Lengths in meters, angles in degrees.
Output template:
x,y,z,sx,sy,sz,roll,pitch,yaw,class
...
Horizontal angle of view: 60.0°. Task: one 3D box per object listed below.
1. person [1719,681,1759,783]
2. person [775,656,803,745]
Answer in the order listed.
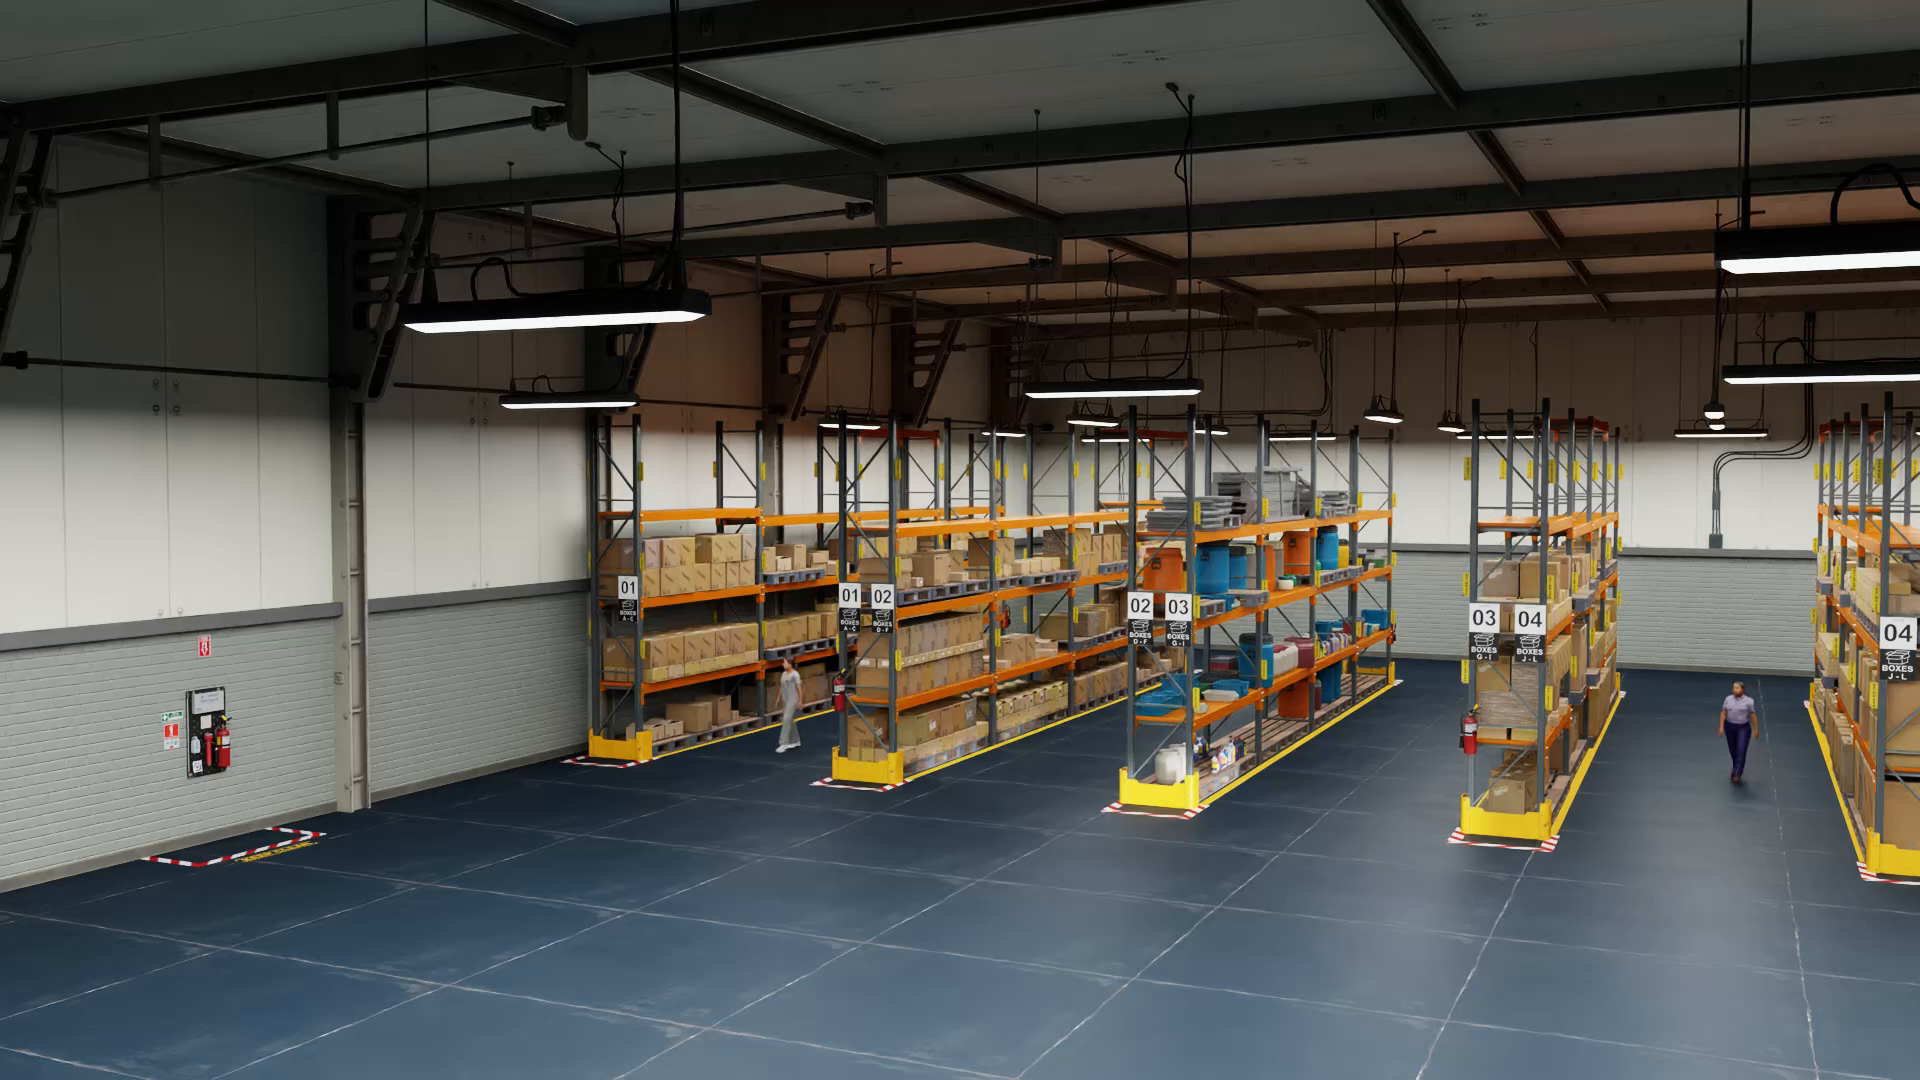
x,y,z,sx,sy,sz,roll,pitch,yaw,class
12.551,3.078,26.898,0.951,1.596,0.512,-2,3,-42,person
-3.111,2.898,30.003,0.575,1.597,0.513,-2,3,-38,person
